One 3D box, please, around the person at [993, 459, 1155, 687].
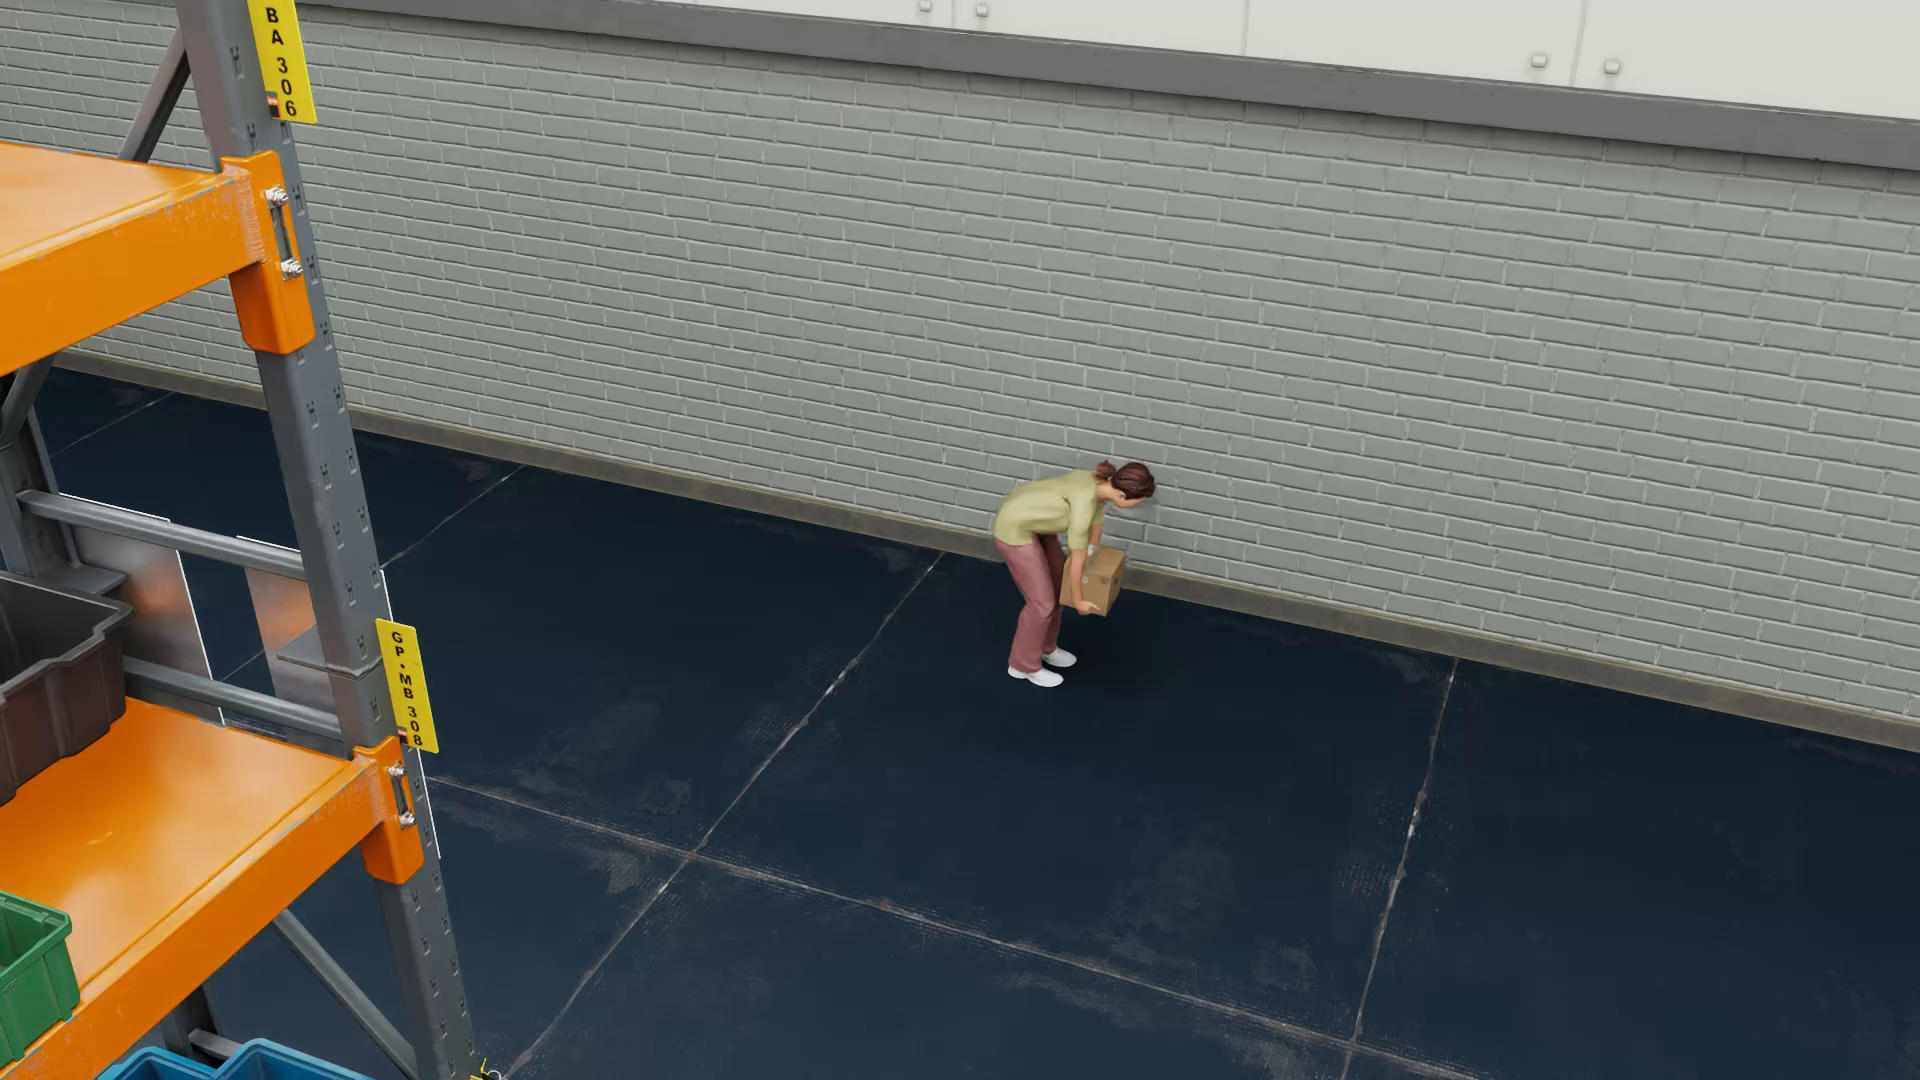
[{"bbox_3d":[0.573,0.149,8.505,0.813,1.310,0.398,11,31,18],"label":"person"}]
